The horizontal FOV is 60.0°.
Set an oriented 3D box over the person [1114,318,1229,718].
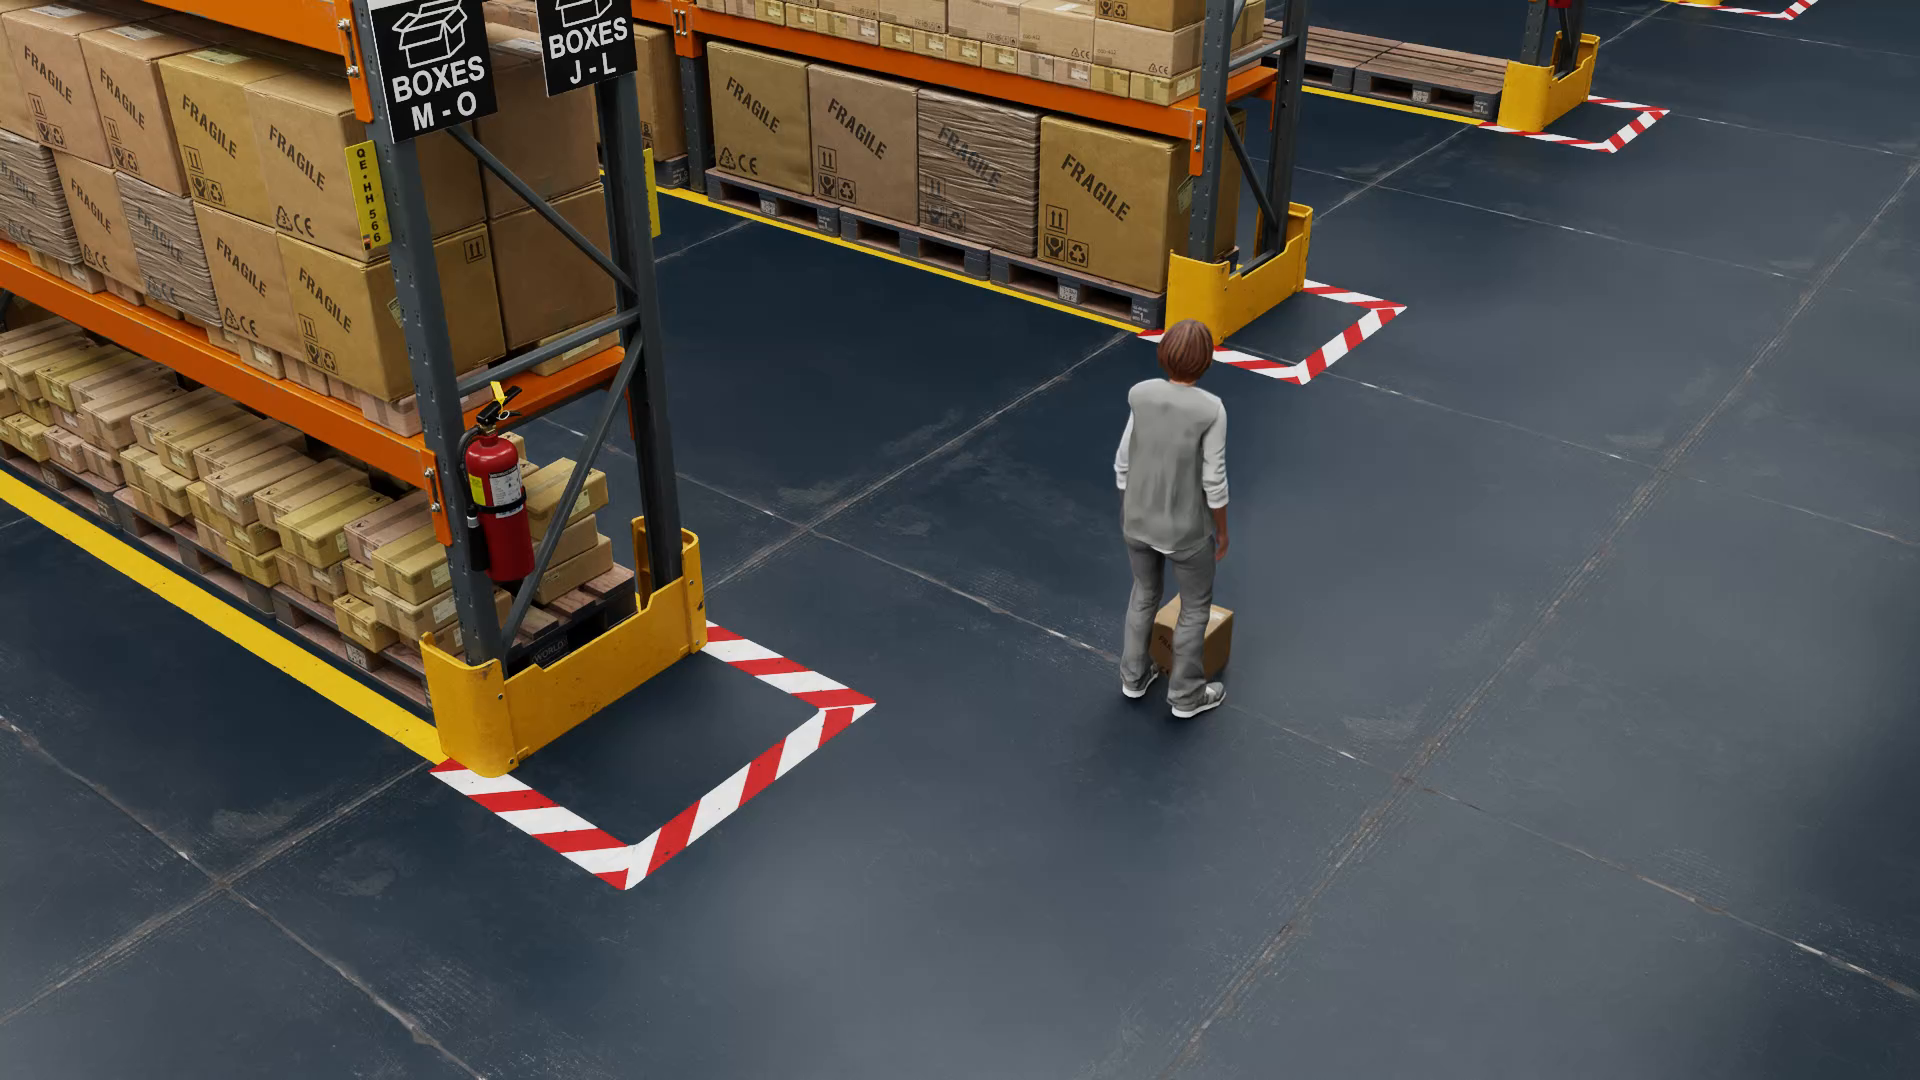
[{"bbox_3d":[0.795,-0.057,6.240,0.469,1.590,0.348,20,37,29],"label":"person"}]
